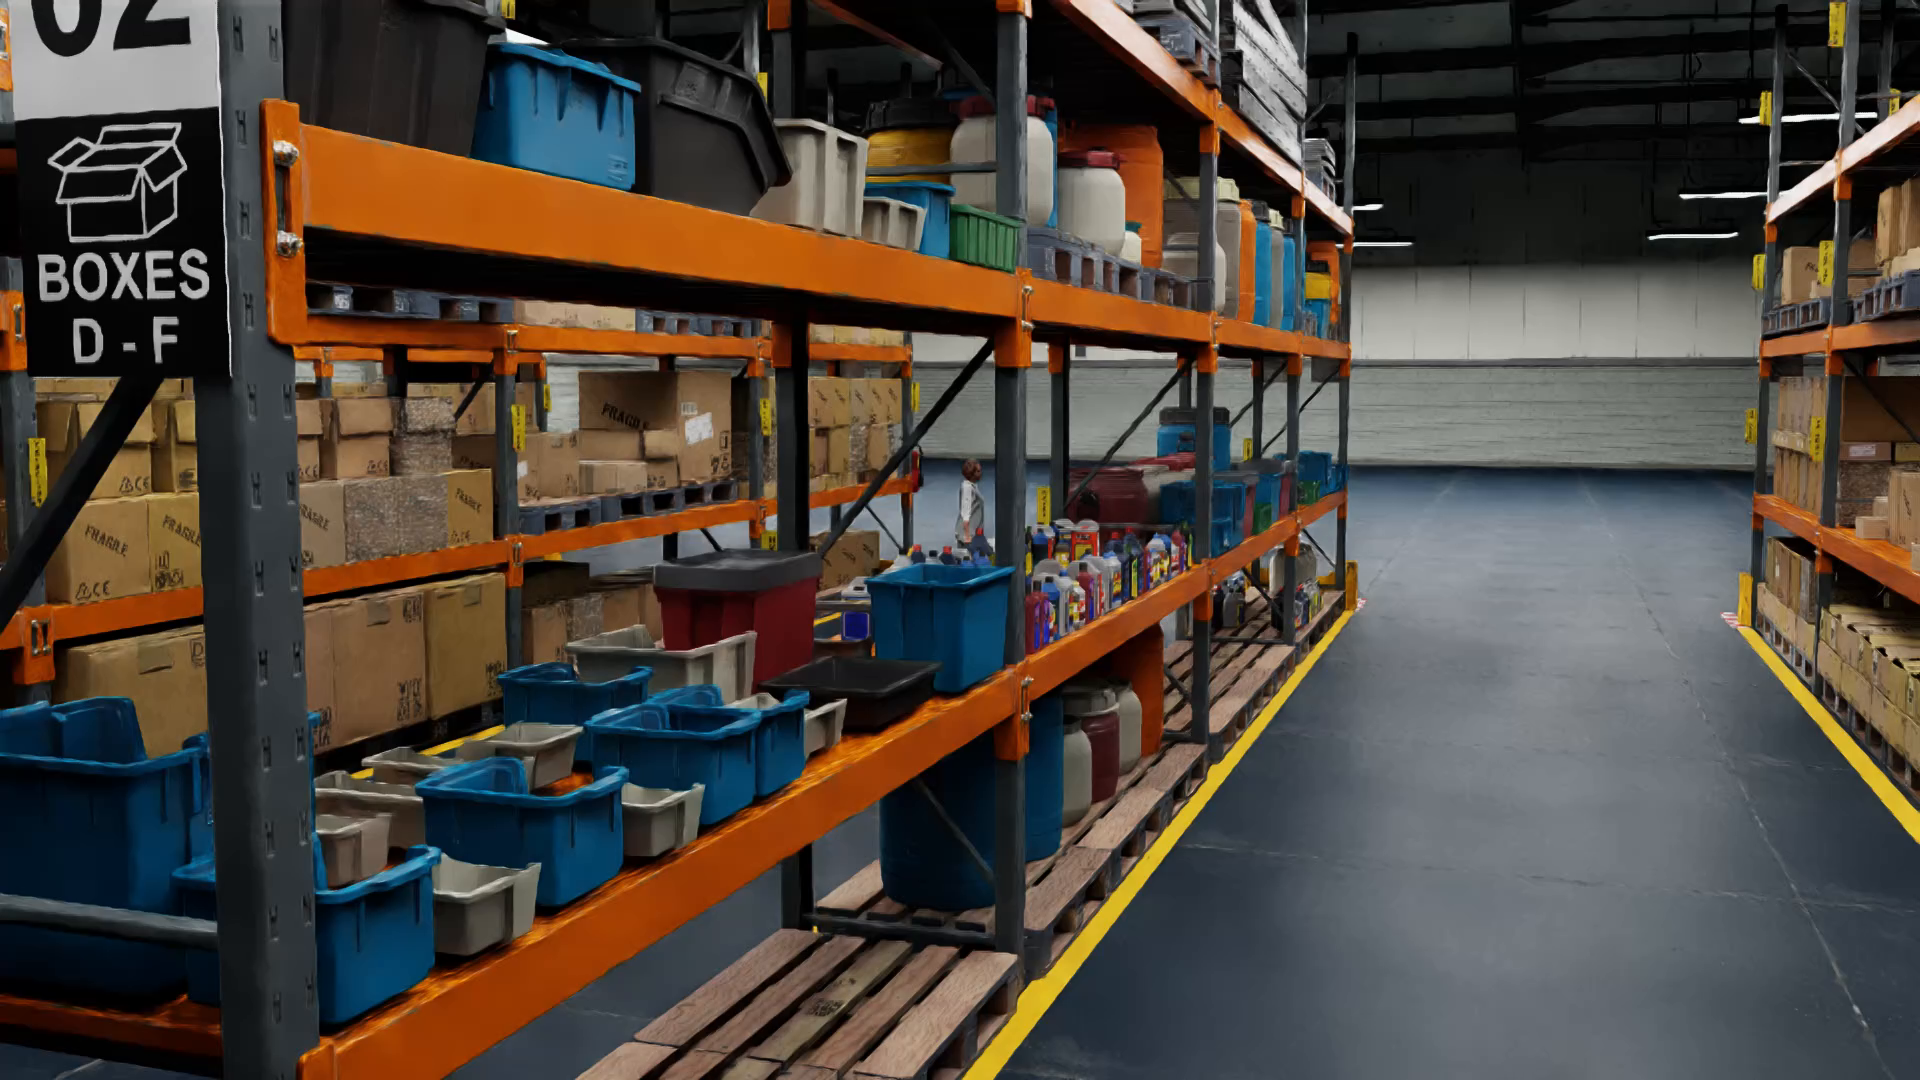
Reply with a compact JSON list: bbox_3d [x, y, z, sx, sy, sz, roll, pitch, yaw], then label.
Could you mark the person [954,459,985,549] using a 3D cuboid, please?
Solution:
[{"bbox_3d":[0.122,-0.057,17.424,0.576,1.582,0.543,0,5,0],"label":"person"}]
